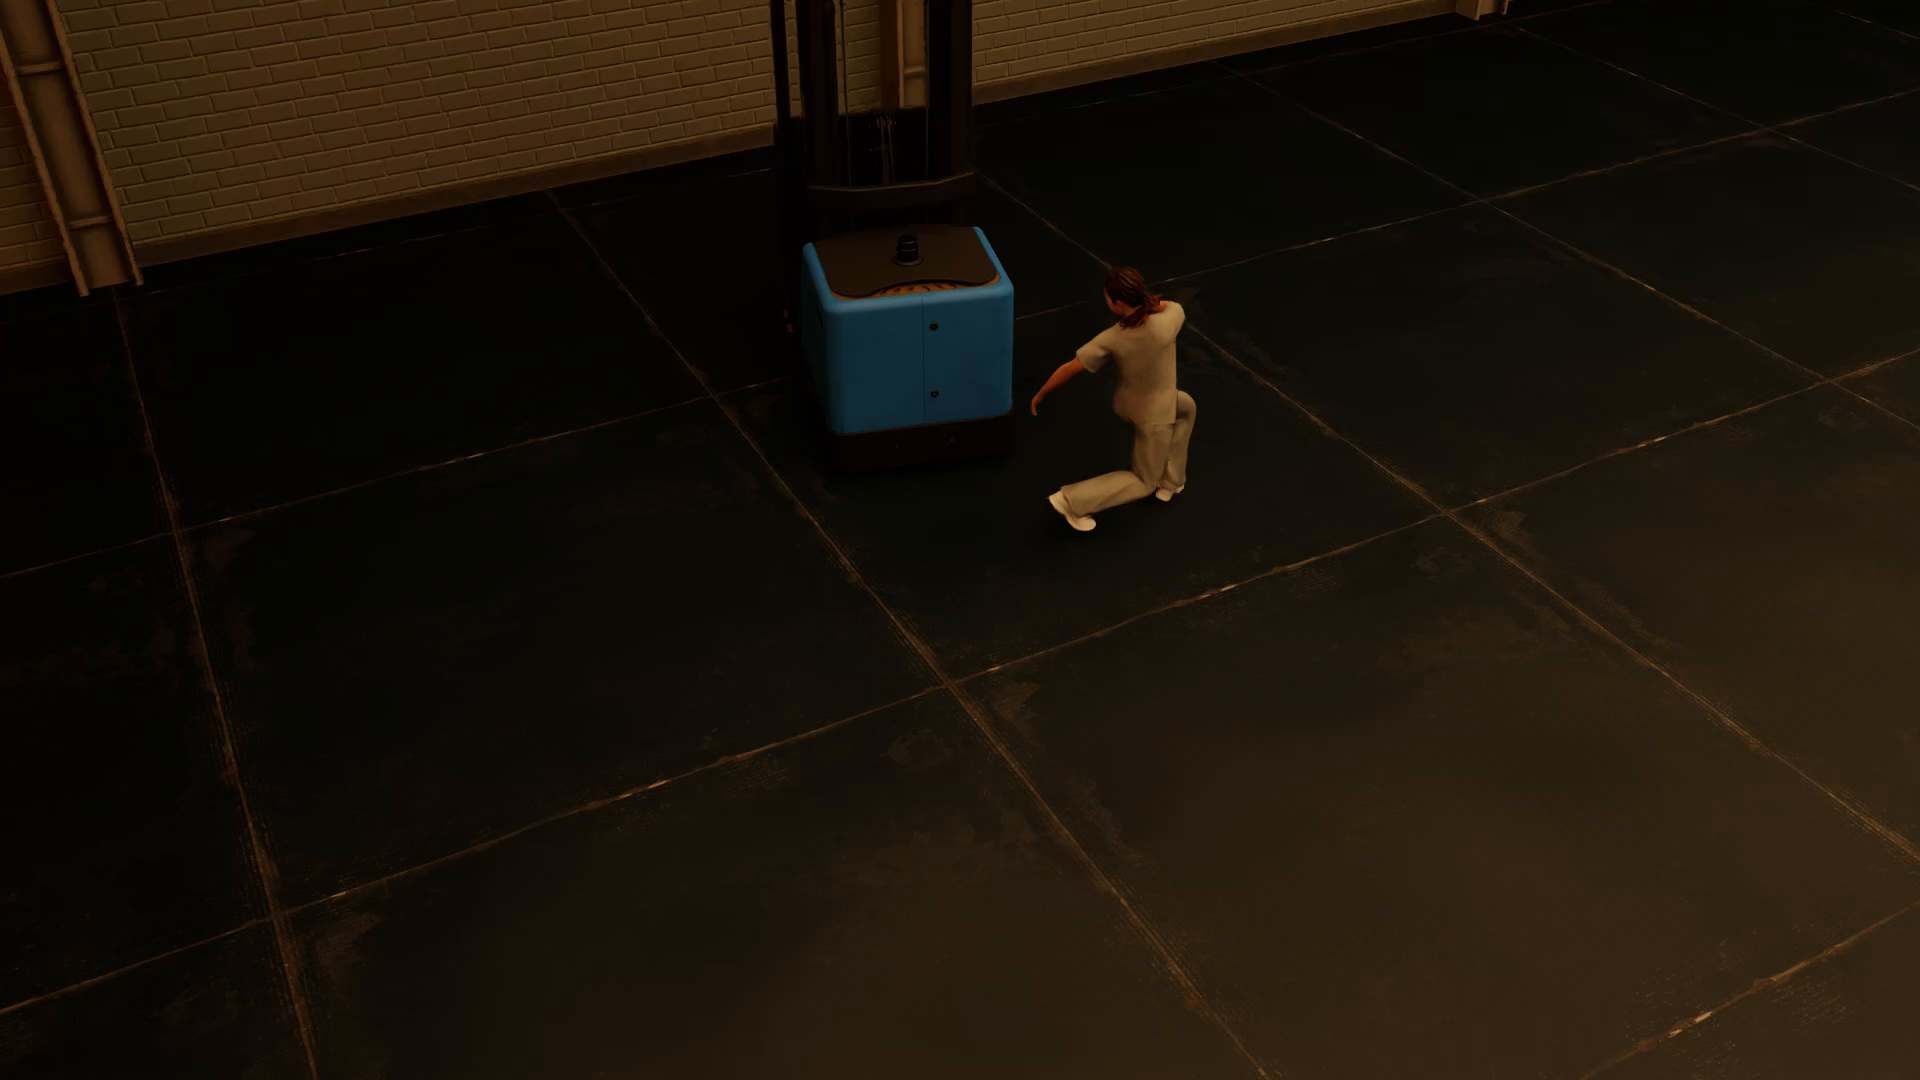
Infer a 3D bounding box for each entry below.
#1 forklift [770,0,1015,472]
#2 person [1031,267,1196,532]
[{"bbox_3d":[-0.530,-2.414,9.538,1.130,2.935,3.031,-8,36,-11],"label":"forklift"},{"bbox_3d":[0.812,-0.745,8.546,0.666,1.447,0.942,27,44,33],"label":"person"}]
